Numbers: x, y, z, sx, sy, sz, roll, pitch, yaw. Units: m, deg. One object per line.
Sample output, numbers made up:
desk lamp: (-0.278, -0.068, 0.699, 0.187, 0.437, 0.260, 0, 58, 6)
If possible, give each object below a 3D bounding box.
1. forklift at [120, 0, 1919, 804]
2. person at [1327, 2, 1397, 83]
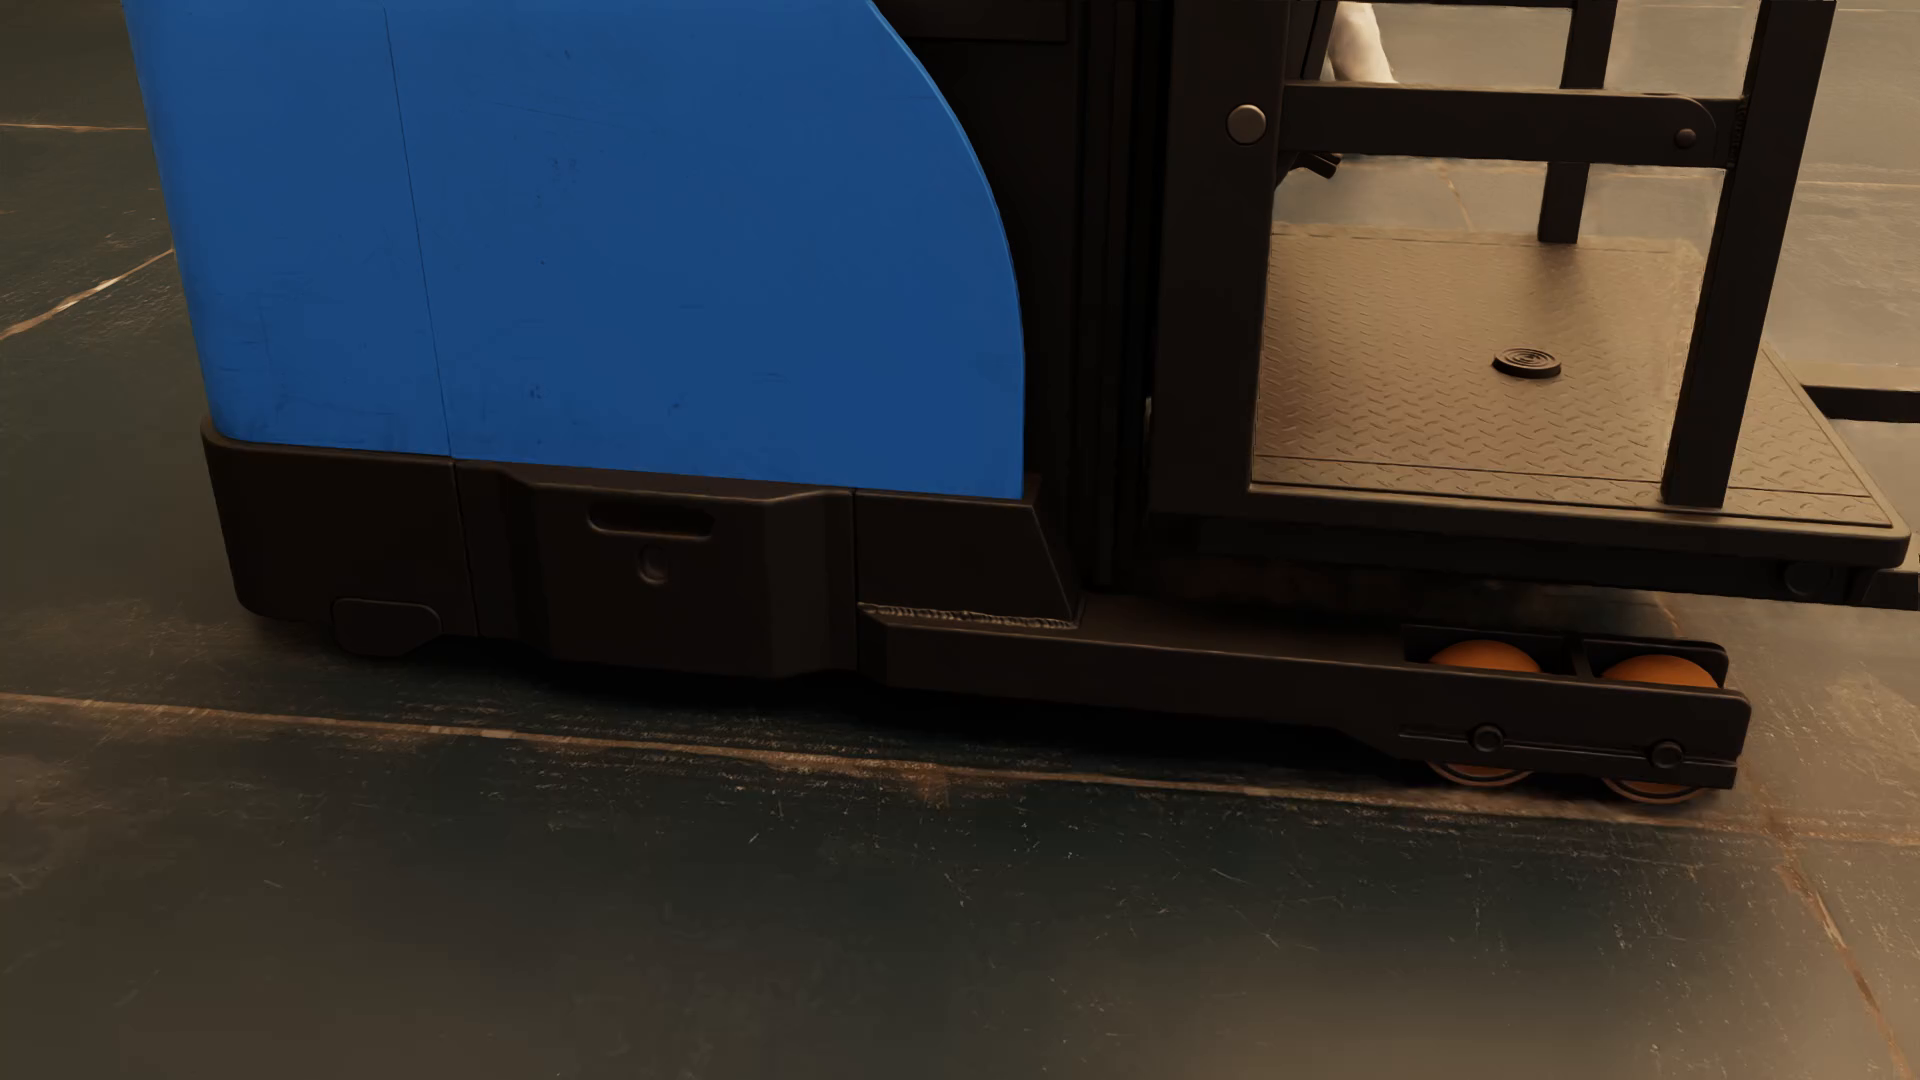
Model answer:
forklift: (0.604, -1.268, 1.758, 3.031, 2.935, 1.130, 4, 27, 9)
person: (0.804, -1.730, 4.307, 1.143, 1.741, 0.602, -4, 27, -7)
